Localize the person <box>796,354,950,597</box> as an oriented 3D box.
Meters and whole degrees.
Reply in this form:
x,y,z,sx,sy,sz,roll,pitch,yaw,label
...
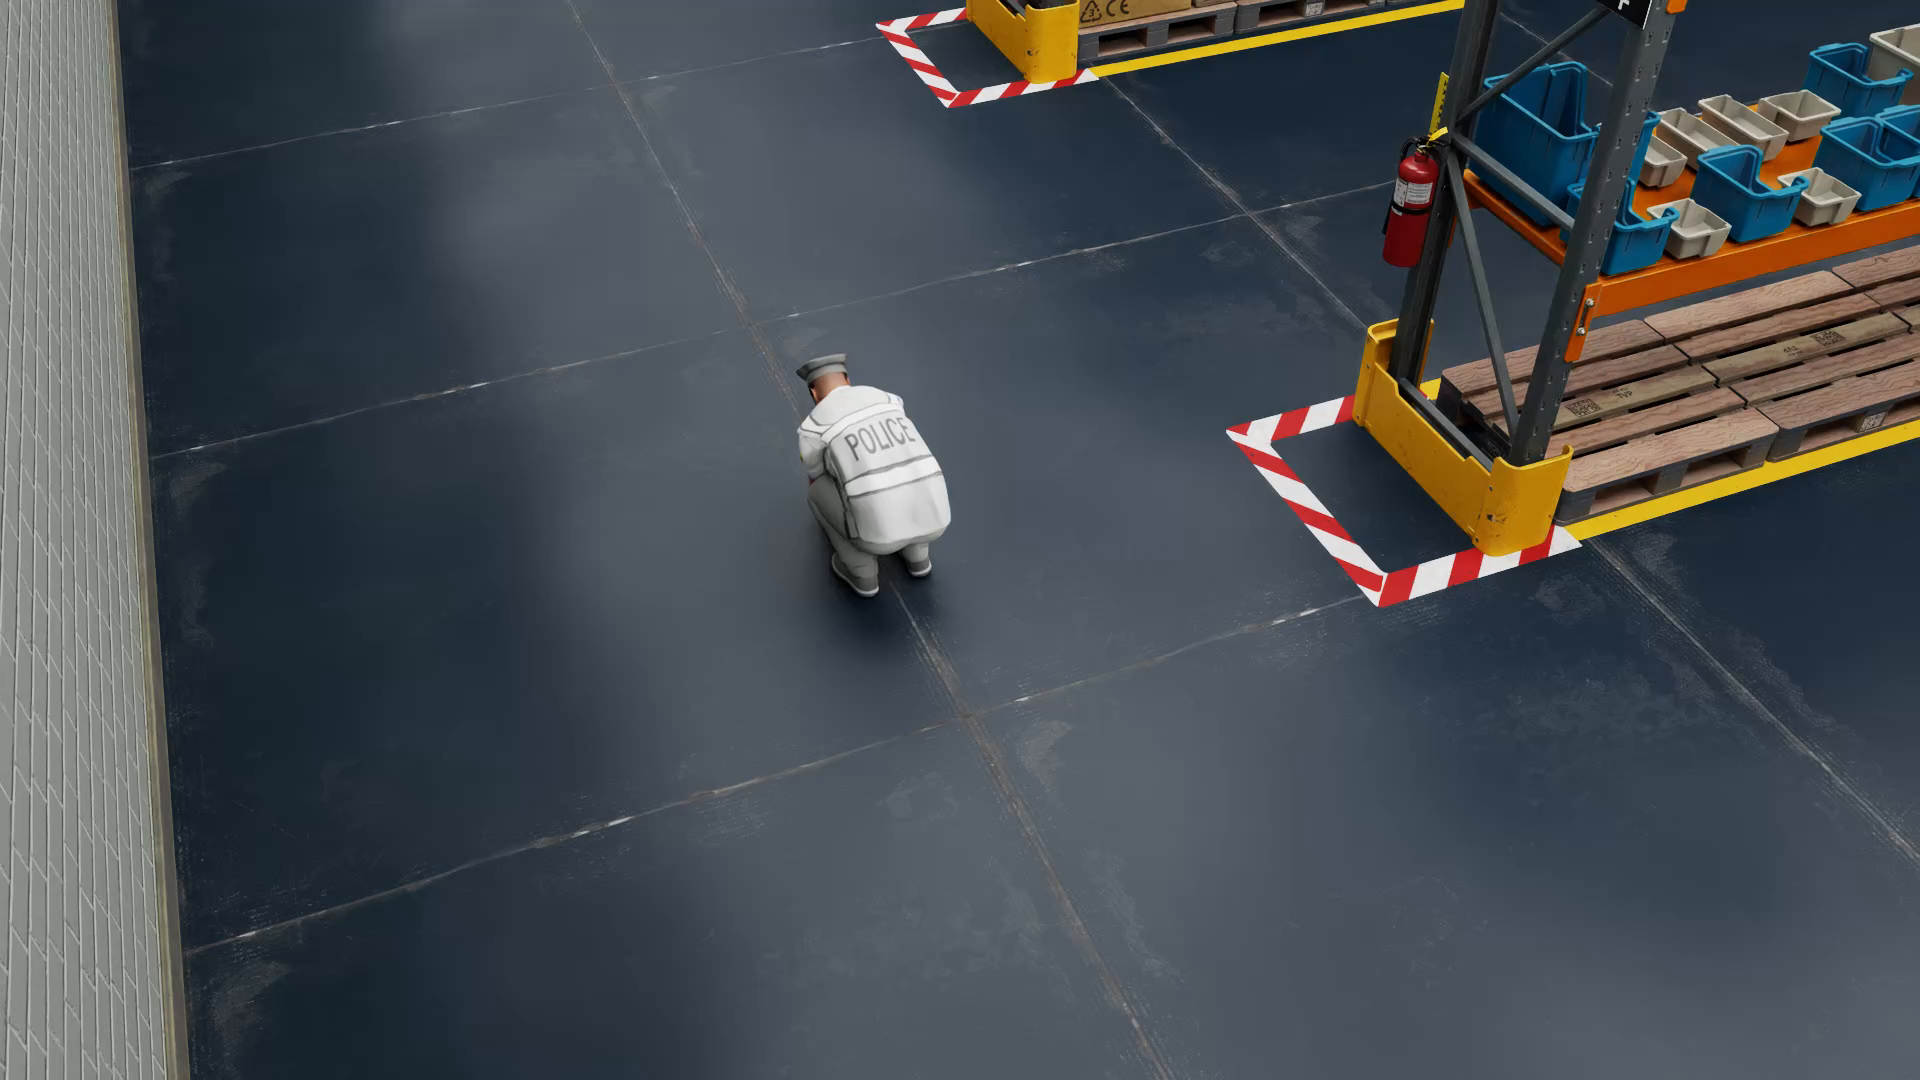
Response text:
x,y,z,sx,sy,sz,roll,pitch,yaw,label
-0.399,-0.253,7.211,0.537,0.904,0.987,-16,44,-17,person
